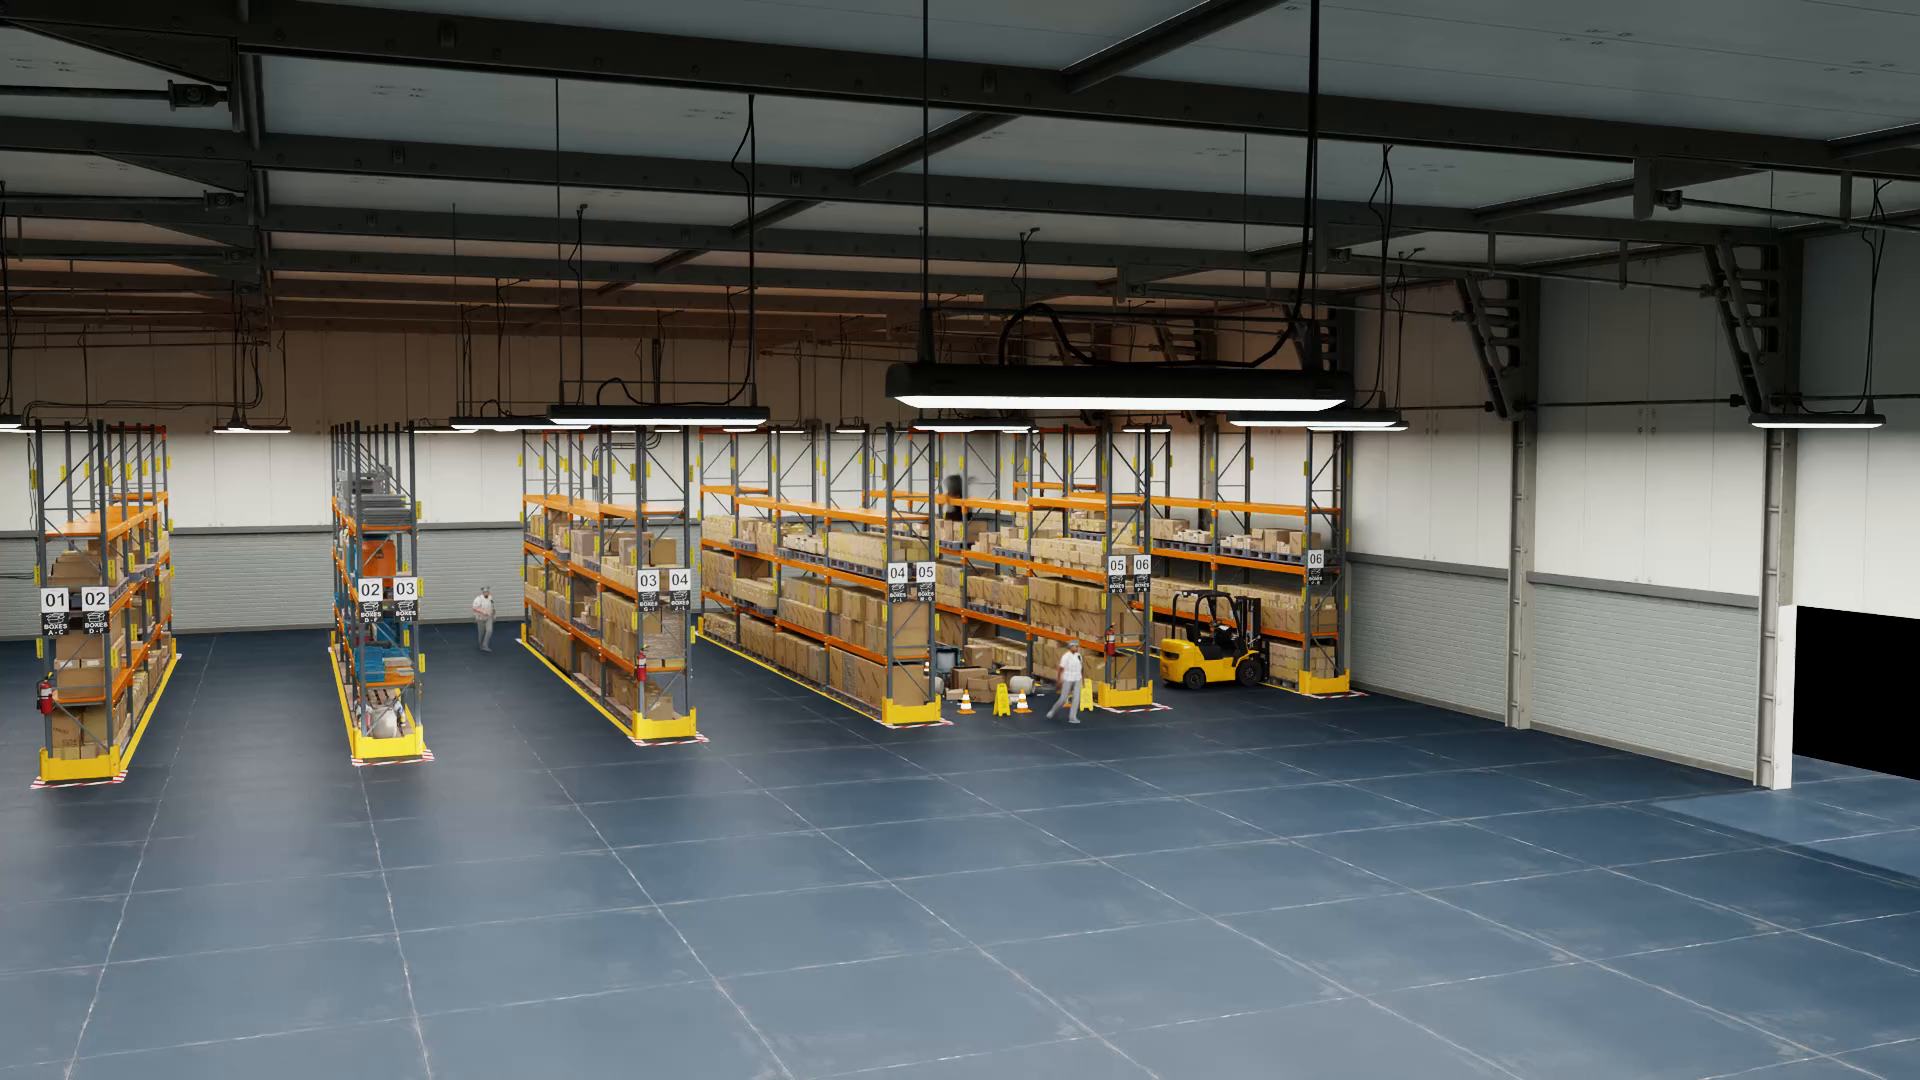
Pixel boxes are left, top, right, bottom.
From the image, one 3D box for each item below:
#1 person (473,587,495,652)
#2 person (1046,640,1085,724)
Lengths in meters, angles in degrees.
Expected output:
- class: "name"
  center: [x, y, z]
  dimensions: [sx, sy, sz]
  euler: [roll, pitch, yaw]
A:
- class: "person"
  center: [-12.702, 2.087, 44.284]
  dimensions: [0.638, 1.741, 0.845]
  euler: [-3, 4, -36]
- class: "person"
  center: [2.139, 2.821, 33.208]
  dimensions: [0.683, 1.655, 0.577]
  euler: [-2, 4, -31]
